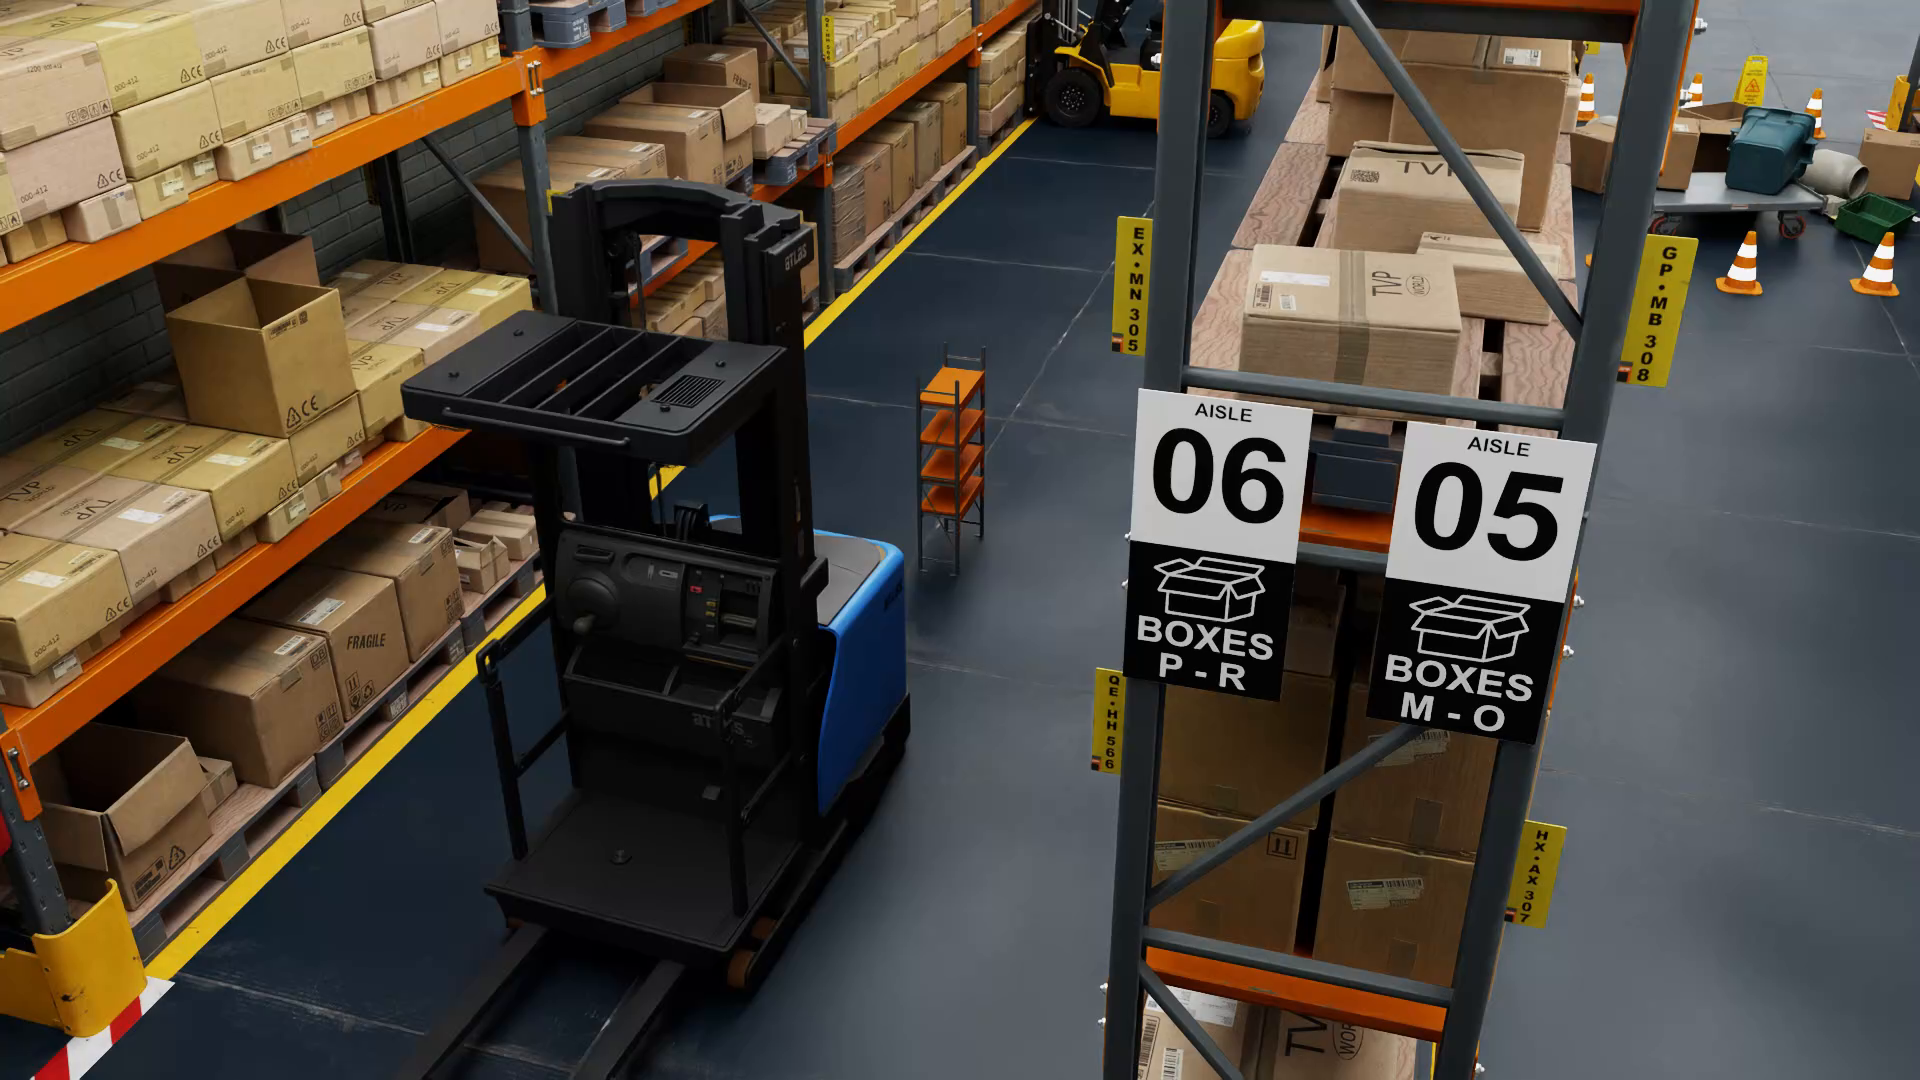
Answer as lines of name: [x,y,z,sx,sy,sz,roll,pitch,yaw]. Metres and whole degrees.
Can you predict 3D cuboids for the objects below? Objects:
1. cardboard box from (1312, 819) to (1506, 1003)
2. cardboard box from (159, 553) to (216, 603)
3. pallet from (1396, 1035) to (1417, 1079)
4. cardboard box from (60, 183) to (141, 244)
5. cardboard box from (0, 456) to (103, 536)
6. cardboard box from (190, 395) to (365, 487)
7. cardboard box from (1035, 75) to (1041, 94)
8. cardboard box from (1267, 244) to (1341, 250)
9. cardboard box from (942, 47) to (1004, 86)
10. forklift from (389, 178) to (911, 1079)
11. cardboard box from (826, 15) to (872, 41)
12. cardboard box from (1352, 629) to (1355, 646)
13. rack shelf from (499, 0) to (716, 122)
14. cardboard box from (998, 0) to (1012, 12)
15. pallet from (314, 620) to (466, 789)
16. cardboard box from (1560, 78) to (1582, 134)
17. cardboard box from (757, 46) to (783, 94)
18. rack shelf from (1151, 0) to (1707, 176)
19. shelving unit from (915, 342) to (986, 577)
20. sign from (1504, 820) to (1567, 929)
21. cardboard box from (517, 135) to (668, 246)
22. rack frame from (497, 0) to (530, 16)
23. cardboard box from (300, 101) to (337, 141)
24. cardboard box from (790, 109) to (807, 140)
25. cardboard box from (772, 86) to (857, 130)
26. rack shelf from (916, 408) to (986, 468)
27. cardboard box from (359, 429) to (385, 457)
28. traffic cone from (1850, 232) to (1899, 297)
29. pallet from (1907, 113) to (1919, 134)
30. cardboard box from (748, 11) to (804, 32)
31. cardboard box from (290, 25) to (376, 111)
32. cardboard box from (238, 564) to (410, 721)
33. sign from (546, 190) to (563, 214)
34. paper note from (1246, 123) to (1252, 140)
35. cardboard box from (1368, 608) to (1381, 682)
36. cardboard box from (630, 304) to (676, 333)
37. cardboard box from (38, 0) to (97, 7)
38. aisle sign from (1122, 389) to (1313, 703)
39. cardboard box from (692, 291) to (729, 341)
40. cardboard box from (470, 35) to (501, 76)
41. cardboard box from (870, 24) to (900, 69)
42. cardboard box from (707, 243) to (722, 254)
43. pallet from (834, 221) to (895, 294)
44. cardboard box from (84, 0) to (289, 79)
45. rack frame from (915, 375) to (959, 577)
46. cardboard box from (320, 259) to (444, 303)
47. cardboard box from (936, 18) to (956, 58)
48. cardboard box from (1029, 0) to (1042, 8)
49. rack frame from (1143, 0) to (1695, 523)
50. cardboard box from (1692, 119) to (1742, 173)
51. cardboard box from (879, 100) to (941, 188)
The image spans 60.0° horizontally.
cardboard box: [1.330,0.947,4.858,0.500,0.500,0.500,8,30,14]
cardboard box: [-3.266,0.102,6.739,0.380,0.149,0.250,9,30,16]
pallet: [1.075,2.009,5.921,1.003,0.211,1.213,8,30,15]
cardboard box: [-3.201,-1.193,5.981,0.380,0.149,0.250,9,30,16]
cardboard box: [-3.798,-0.089,6.672,0.500,0.250,0.500,9,30,15]
cardboard box: [-3.018,-0.481,7.378,0.500,0.250,0.500,8,30,14]
cardboard box: [0.587,-4.982,18.016,0.500,0.250,0.500,9,30,16]
cardboard box: [1.007,-0.683,4.531,0.380,0.149,0.250,6,30,11]
cardboard box: [0.133,-4.709,16.497,0.500,0.250,0.500,8,30,14]
forklift: [-1.219,0.270,6.250,1.130,2.935,3.031,10,31,17]
cardboard box: [-0.916,-4.055,13.183,0.380,0.149,0.250,9,30,15]
cardboard box: [1.106,0.396,5.849,0.500,0.500,0.500,9,30,16]
rack shelf: [-2.070,-3.318,10.283,1.077,0.370,4.000,8,30,15]
cardboard box: [0.208,-5.567,16.569,0.500,0.500,0.500,9,30,16]
pallet: [-3.216,0.714,8.249,1.003,0.211,1.213,8,30,15]
cardboard box: [2.130,-1.649,6.266,0.380,0.149,0.250,9,30,16]
cardboard box: [-1.617,-3.652,12.870,0.500,0.250,0.500,9,30,16]
rack shelf: [1.502,-1.889,5.040,1.077,0.370,4.000,8,30,15]
shelving unit: [-0.049,-0.447,9.320,0.258,1.200,0.503,8,30,15]
sign: [1.443,0.842,4.178,0.100,0.325,0.005,8,30,15]
cardboard box: [-2.150,-2.053,9.820,0.700,0.500,0.500,9,30,15]
rack frame: [-2.657,-4.014,7.709,1.000,3.000,0.127,8,30,15]
cardboard box: [-2.894,-1.796,7.065,0.380,0.149,0.250,9,30,15]
cardboard box: [-1.309,-2.965,11.820,0.380,0.149,0.250,9,30,16]
cardboard box: [-1.119,-3.357,12.853,0.500,0.250,0.500,9,30,15]
rack shelf: [-0.049,-0.584,9.244,0.258,0.148,0.480,8,30,15]
cardboard box: [-2.952,-0.505,7.831,0.380,0.149,0.250,9,30,16]
traffic cone: [7.361,-2.228,13.278,0.336,0.463,0.334,8,30,15]
pallet: [10.213,-4.002,16.726,1.003,0.211,1.213,8,30,15]
cardboard box: [-1.472,-4.131,13.321,0.380,0.149,0.250,8,30,14]
cardboard box: [-2.864,-2.028,7.073,0.500,0.250,0.500,9,30,16]
cardboard box: [-3.023,0.482,7.938,0.500,0.500,0.500,9,30,16]
sign: [-2.136,-1.697,8.824,0.100,0.325,0.005,8,30,15]
paper note: [0.975,-1.382,5.627,0.006,0.032,0.123,9,30,15]
cardboard box: [1.283,0.284,4.356,0.380,0.149,0.250,9,30,16]
cardboard box: [-2.049,-1.396,10.647,0.380,0.149,0.250,8,30,15]
cardboard box: [-3.501,-2.085,6.660,0.500,0.250,0.500,8,30,15]
aisle sign: [0.597,0.026,3.943,0.394,0.787,0.004,8,30,15]
cardboard box: [-1.845,-1.396,11.314,0.500,0.500,0.500,7,30,13]
cardboard box: [-2.481,-2.384,8.123,0.380,0.149,0.250,8,30,15]
cardboard box: [-0.801,-4.048,13.582,0.500,0.250,0.500,8,30,14]
cardboard box: [-1.677,-1.996,11.725,0.380,0.149,0.250,9,30,16]
pallet: [-1.204,-2.409,13.864,1.003,0.211,1.213,8,30,15]
cardboard box: [-3.020,-2.005,6.517,0.500,0.250,0.500,9,30,16]
rack frame: [-0.120,-0.334,9.116,0.240,1.200,0.015,8,30,15]
cardboard box: [-3.061,-1.265,8.787,0.500,0.250,0.500,8,30,14]
cardboard box: [-0.349,-4.538,14.977,0.500,0.250,0.500,8,30,15]
cardboard box: [0.884,-5.891,18.622,0.500,0.250,0.500,9,30,16]
rack frame: [0.915,-1.448,3.097,1.000,3.000,0.127,8,30,15]
cardboard box: [7.249,-3.617,15.595,0.797,0.637,0.503,8,30,15]
cardboard box: [-0.687,-3.652,15.240,0.875,0.625,0.625,8,30,14]
